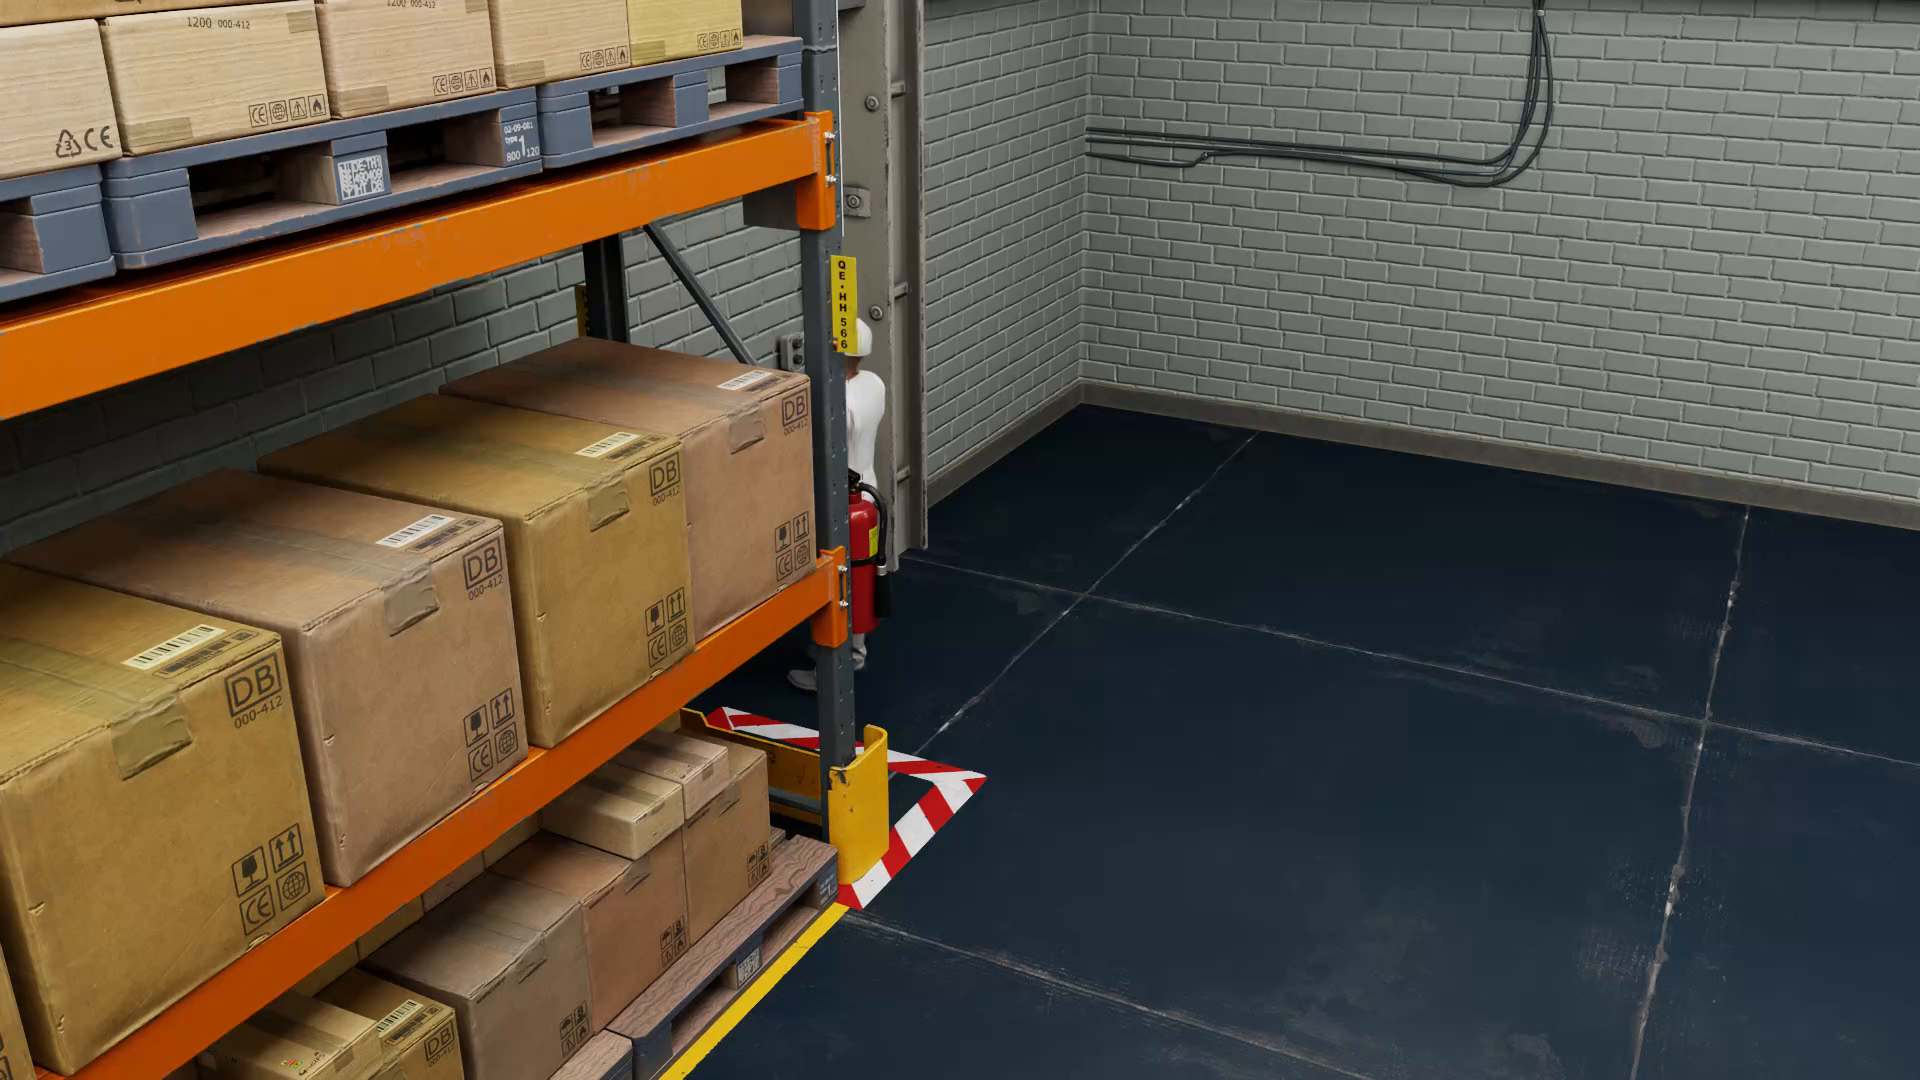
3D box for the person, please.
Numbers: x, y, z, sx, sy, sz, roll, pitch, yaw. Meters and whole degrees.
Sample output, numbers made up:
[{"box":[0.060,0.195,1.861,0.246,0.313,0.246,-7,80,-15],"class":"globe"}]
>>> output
[{"box":[-0.640,-0.165,7.453,0.566,1.771,0.530,6,23,14],"class":"person"}]
